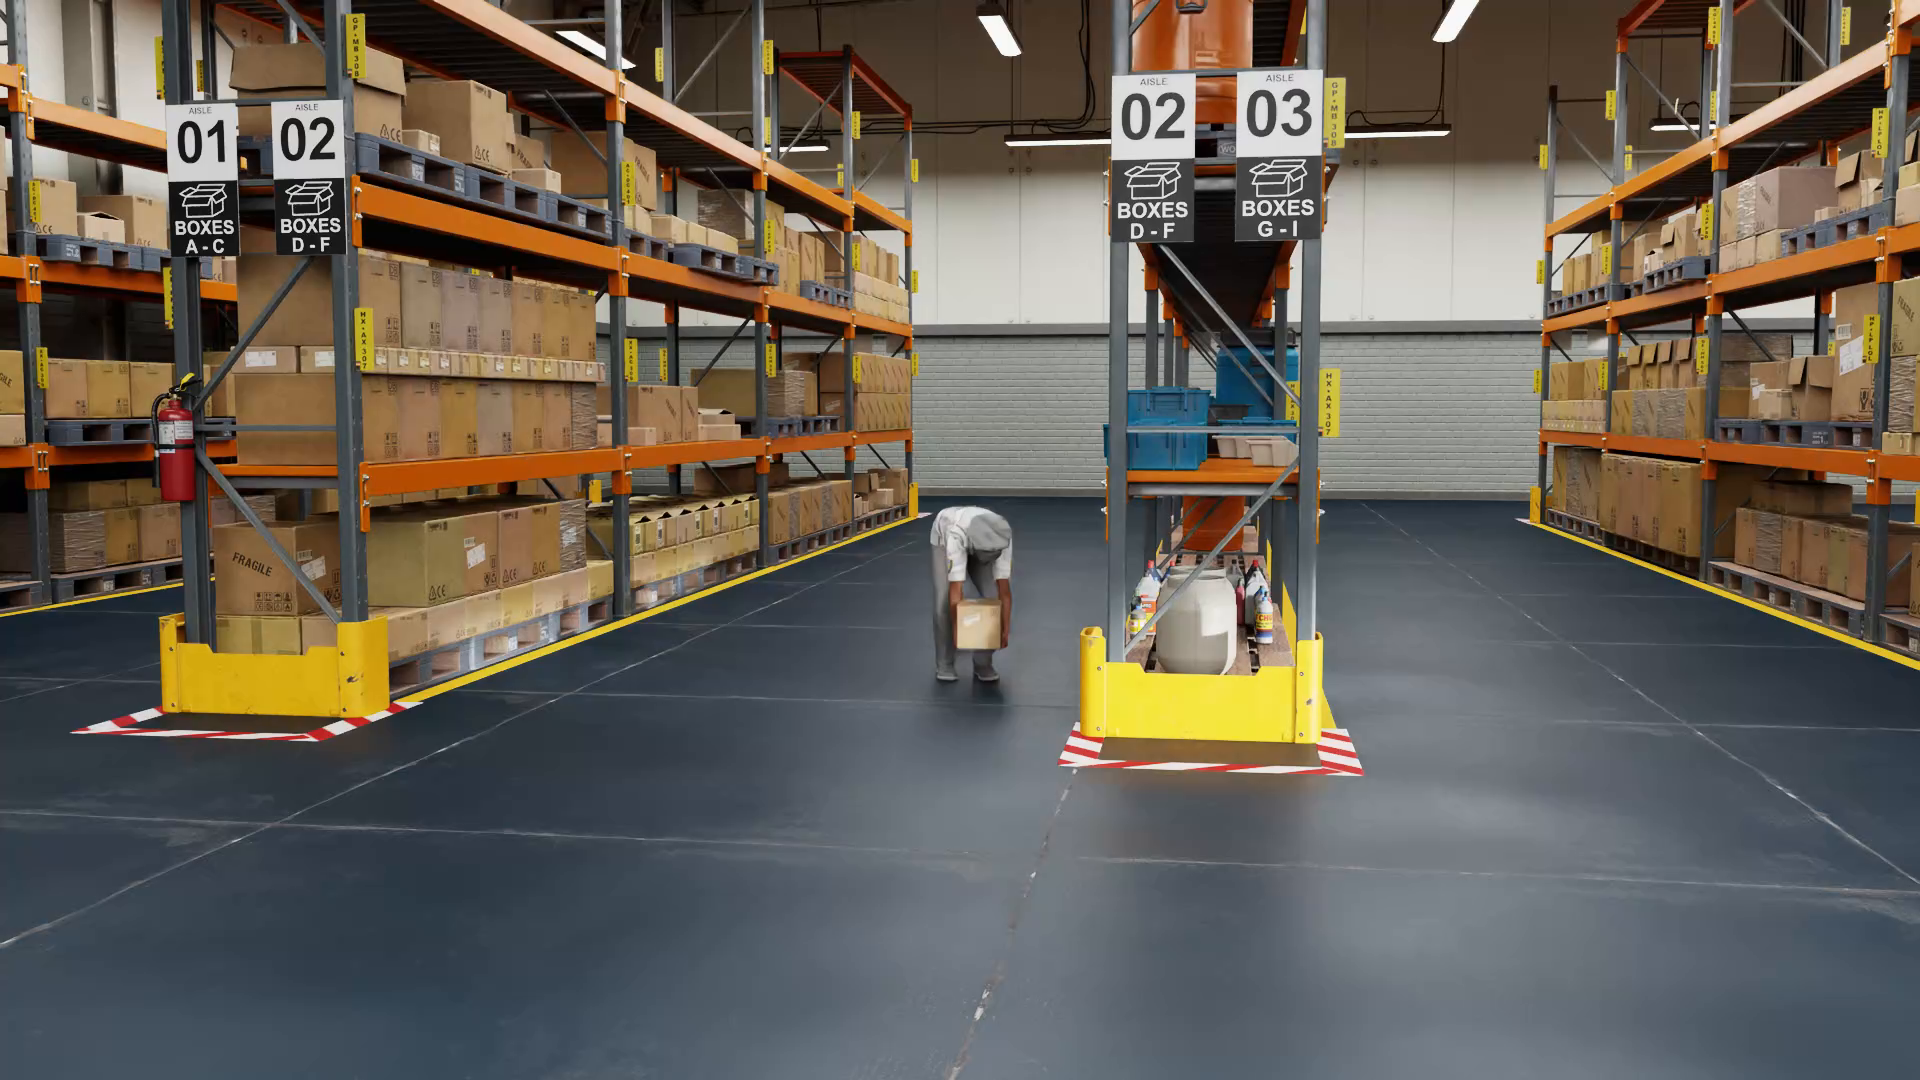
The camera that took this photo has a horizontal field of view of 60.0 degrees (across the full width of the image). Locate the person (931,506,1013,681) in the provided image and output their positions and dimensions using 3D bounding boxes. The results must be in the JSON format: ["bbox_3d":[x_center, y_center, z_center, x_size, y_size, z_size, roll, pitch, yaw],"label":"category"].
[{"bbox_3d":[0.081,0.327,9.738,0.426,1.042,0.940,-1,5,-12],"label":"person"}]
